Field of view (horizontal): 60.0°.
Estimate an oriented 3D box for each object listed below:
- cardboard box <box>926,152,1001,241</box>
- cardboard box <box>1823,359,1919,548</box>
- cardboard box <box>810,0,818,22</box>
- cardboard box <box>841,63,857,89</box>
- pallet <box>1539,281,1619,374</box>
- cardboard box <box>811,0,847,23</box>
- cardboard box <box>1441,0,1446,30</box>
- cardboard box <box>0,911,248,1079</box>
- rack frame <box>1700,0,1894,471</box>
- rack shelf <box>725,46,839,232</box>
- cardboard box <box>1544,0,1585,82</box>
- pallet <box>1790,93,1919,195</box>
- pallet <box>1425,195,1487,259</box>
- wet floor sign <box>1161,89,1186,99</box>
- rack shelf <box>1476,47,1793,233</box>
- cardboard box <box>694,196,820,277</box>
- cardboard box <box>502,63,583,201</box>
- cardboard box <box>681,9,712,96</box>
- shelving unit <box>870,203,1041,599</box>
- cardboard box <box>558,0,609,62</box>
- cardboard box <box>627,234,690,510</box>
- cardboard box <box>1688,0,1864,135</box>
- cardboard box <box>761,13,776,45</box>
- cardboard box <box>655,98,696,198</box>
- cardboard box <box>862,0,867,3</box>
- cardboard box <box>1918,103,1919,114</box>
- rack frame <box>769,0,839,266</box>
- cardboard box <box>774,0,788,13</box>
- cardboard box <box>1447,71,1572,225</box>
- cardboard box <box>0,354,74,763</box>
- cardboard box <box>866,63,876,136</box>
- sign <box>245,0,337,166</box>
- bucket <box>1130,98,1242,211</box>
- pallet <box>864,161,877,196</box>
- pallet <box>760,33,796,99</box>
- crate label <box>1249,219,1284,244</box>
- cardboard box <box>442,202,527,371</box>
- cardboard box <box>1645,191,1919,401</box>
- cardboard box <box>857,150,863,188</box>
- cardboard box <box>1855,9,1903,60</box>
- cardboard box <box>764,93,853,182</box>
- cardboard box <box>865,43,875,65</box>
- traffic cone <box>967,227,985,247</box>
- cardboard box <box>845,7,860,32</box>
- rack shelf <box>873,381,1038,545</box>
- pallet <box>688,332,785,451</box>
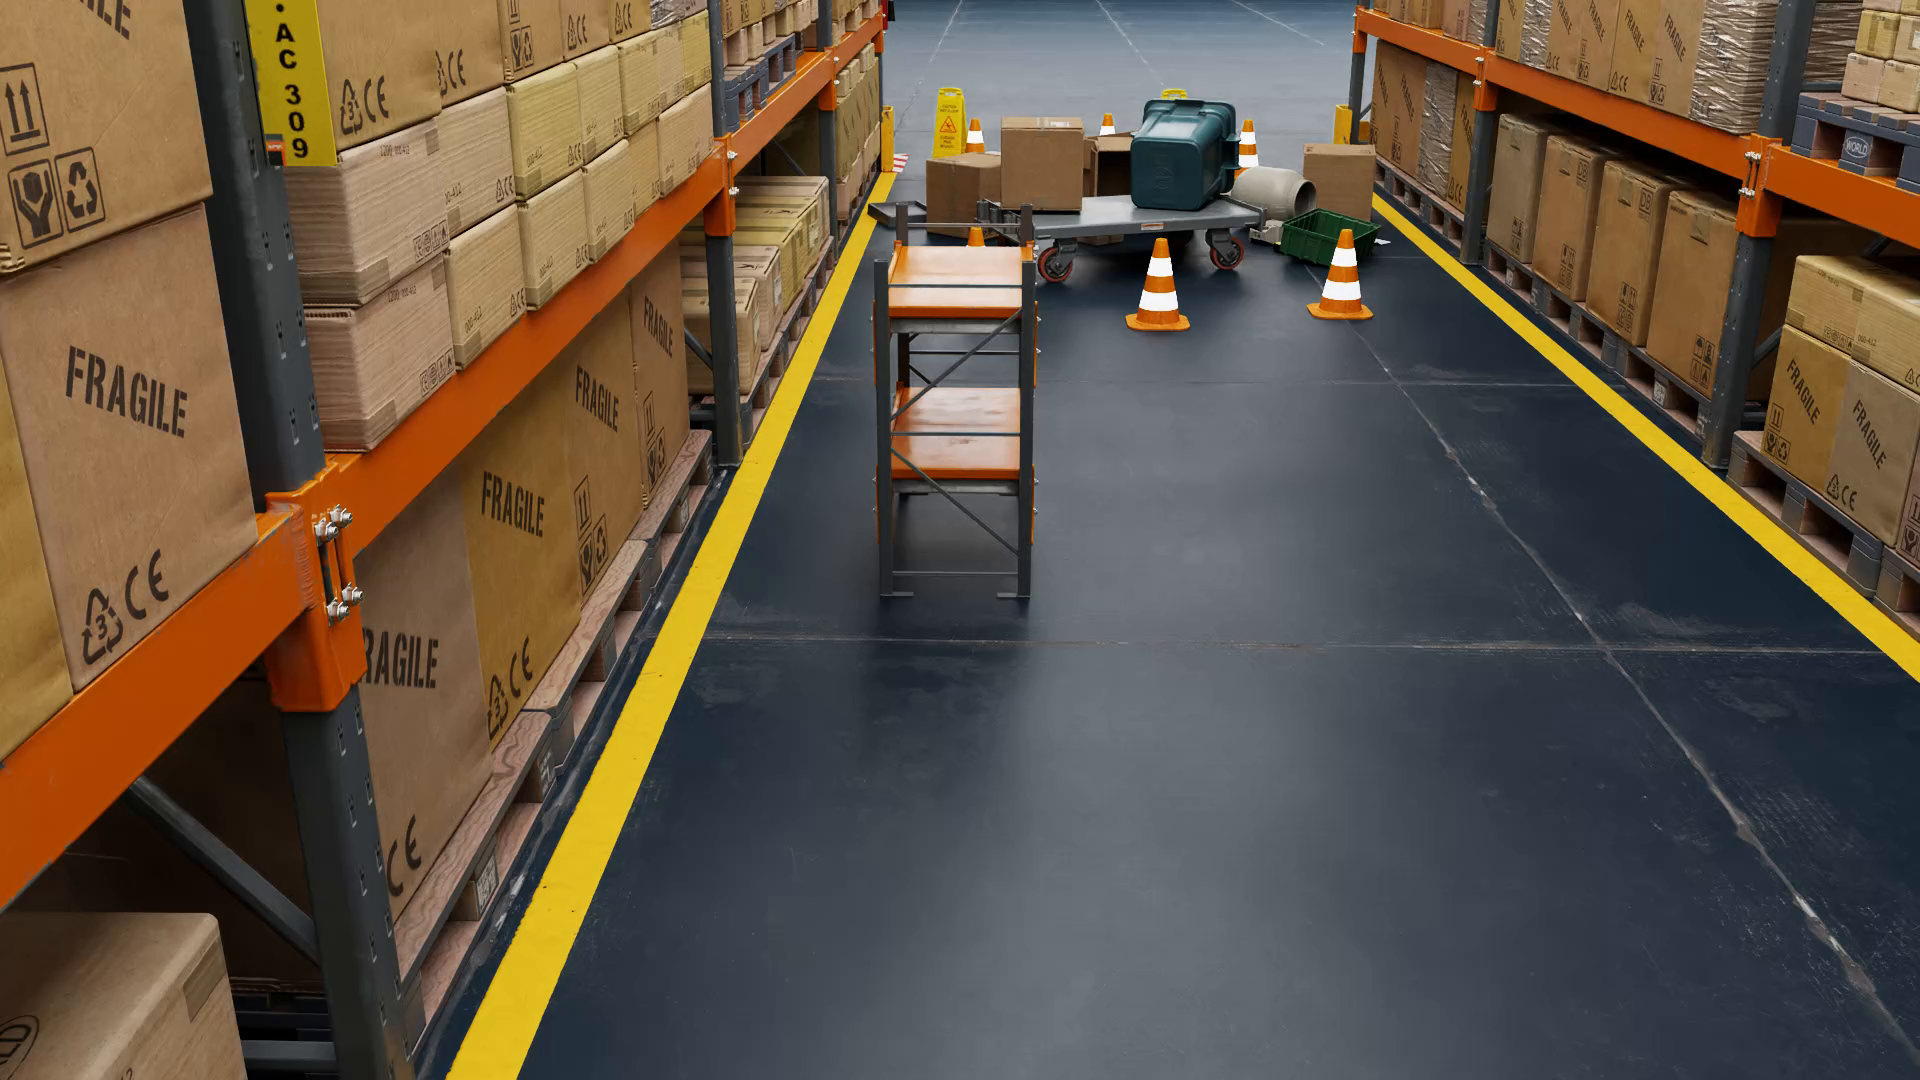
[{"bbox_3d":[0.117,-2.367,11.435,0.500,0.500,0.500,18,27,38],"label":"cardboard box"},{"bbox_3d":[3.265,-0.290,5.506,0.500,0.500,0.500,1,21,2],"label":"cardboard box"},{"bbox_3d":[-1.016,-3.049,9.506,0.380,0.149,0.250,1,21,2],"label":"cardboard box"},{"bbox_3d":[-0.910,-3.166,11.328,0.380,0.149,0.250,1,21,4],"label":"cardboard box"},{"bbox_3d":[3.693,-1.119,8.621,1.003,0.211,1.213,1,21,2],"label":"pallet"},{"bbox_3d":[-0.984,-3.500,10.354,0.500,0.500,0.500,1,21,1],"label":"cardboard box"},{"bbox_3d":[3.803,-3.738,11.307,0.875,0.550,0.550,1,21,2],"label":"cardboard box"},{"bbox_3d":[-1.645,0.958,2.374,0.875,0.438,0.875,0,21,1],"label":"cardboard box"},{"bbox_3d":[3.553,-1.695,6.250,1.000,3.000,0.127,1,21,2],"label":"rack frame"},{"bbox_3d":[-1.337,-2.100,8.290,1.077,0.370,4.000,1,21,2],"label":"rack shelf"},{"bbox_3d":[3.358,-2.637,8.541,0.500,0.500,0.500,1,21,1],"label":"cardboard box"},{"bbox_3d":[3.638,-1.346,5.618,1.213,0.211,1.003,1,21,2],"label":"pallet"},{"bbox_3d":[3.776,-2.115,11.188,1.003,0.211,1.213,1,21,2],"label":"pallet"},{"bbox_3d":[1.818,-3.522,14.214,0.267,0.644,0.232,-3,21,-8],"label":"wet floor sign"},{"bbox_3d":[3.614,-2.083,8.244,1.077,0.370,4.000,1,21,2],"label":"rack shelf"},{"bbox_3d":[-1.308,-1.680,9.264,0.950,0.372,0.625,2,21,5],"label":"cardboard box"},{"bbox_3d":[-1.194,-0.957,3.864,0.500,0.250,0.500,1,21,2],"label":"cardboard box"},{"bbox_3d":[-1.158,-1.698,5.774,0.500,0.250,0.500,1,21,1],"label":"cardboard box"},{"bbox_3d":[0.000,-0.522,5.819,0.538,1.125,1.048,1,21,2],"label":"shelving unit"},{"bbox_3d":[-1.203,-1.488,4.196,0.500,0.500,0.500,0,21,1],"label":"cardboard box"},{"bbox_3d":[-1.501,-0.669,5.963,0.875,0.875,0.875,0,21,1],"label":"cardboard box"},{"bbox_3d":[3.299,-1.907,6.659,0.500,0.500,0.500,1,21,2],"label":"cardboard box"},{"bbox_3d":[-1.104,-2.491,8.068,0.380,0.149,0.250,1,21,3],"label":"cardboard box"},{"bbox_3d":[-1.153,-1.272,5.368,0.500,0.250,0.500,1,21,3],"label":"cardboard box"},{"bbox_3d":[-0.934,-4.229,12.233,0.500,0.500,0.500,1,21,1],"label":"cardboard box"},{"bbox_3d":[3.322,-1.419,5.307,0.380,0.149,0.250,2,21,4],"label":"cardboard box"},{"bbox_3d":[-1.276,-3.159,10.024,1.000,3.000,0.127,1,21,2],"label":"rack frame"},{"bbox_3d":[-1.111,-2.815,8.008,0.500,0.500,0.500,0,21,0],"label":"cardboard box"},{"bbox_3d":[3.764,-2.573,10.870,0.875,0.875,0.875,1,21,2],"label":"cardboard box"},{"bbox_3d":[-1.288,0.044,1.632,0.500,0.500,0.500,0,21,0],"label":"cardboard box"},{"bbox_3d":[-0.930,-3.387,12.796,0.500,0.500,0.500,1,21,4],"label":"cardboard box"},{"bbox_3d":[-0.964,-0.701,2.384,0.100,0.325,0.005,1,21,2],"label":"sign"},{"bbox_3d":[1.375,-2.398,10.487,0.726,0.611,0.620,8,33,20],"label":"bucket"},{"bbox_3d":[-1.216,-2.984,13.429,1.003,0.211,1.213,1,21,2],"label":"pallet"},{"bbox_3d":[-1.378,-2.339,8.177,1.003,0.211,1.213,1,21,2],"label":"pallet"},{"bbox_3d":[2.094,-2.066,11.164,0.298,0.136,0.250,-16,26,-35],"label":"crate label"},{"bbox_3d":[-1.228,-0.540,3.481,0.500,0.250,0.500,0,21,0],"label":"cardboard box"},{"bbox_3d":[3.662,-1.061,7.146,1.050,0.750,0.750,0,21,1],"label":"cardboard box"},{"bbox_3d":[-0.969,-2.668,11.979,0.500,0.250,0.500,0,21,1],"label":"cardboard box"},{"bbox_3d":[3.338,-1.740,5.721,0.380,0.149,0.250,2,21,4],"label":"cardboard box"},{"bbox_3d":[-0.988,-2.633,10.852,0.500,0.500,0.500,2,21,4],"label":"cardboard box"},{"bbox_3d":[-0.862,-3.745,12.822,0.380,0.149,0.250,1,21,3],"label":"cardboard box"},{"bbox_3d":[0.086,-1.513,9.287,0.336,0.463,0.334,1,21,2],"label":"traffic cone"},{"bbox_3d":[-0.897,-3.615,11.545,0.380,0.149,0.250,1,21,2],"label":"cardboard box"},{"bbox_3d":[0.000,-0.294,5.908,0.538,0.278,1.000,1,21,2],"label":"rack shelf"},{"bbox_3d":[-1.372,-0.695,7.529,1.003,0.211,1.213,1,21,2],"label":"pallet"}]
